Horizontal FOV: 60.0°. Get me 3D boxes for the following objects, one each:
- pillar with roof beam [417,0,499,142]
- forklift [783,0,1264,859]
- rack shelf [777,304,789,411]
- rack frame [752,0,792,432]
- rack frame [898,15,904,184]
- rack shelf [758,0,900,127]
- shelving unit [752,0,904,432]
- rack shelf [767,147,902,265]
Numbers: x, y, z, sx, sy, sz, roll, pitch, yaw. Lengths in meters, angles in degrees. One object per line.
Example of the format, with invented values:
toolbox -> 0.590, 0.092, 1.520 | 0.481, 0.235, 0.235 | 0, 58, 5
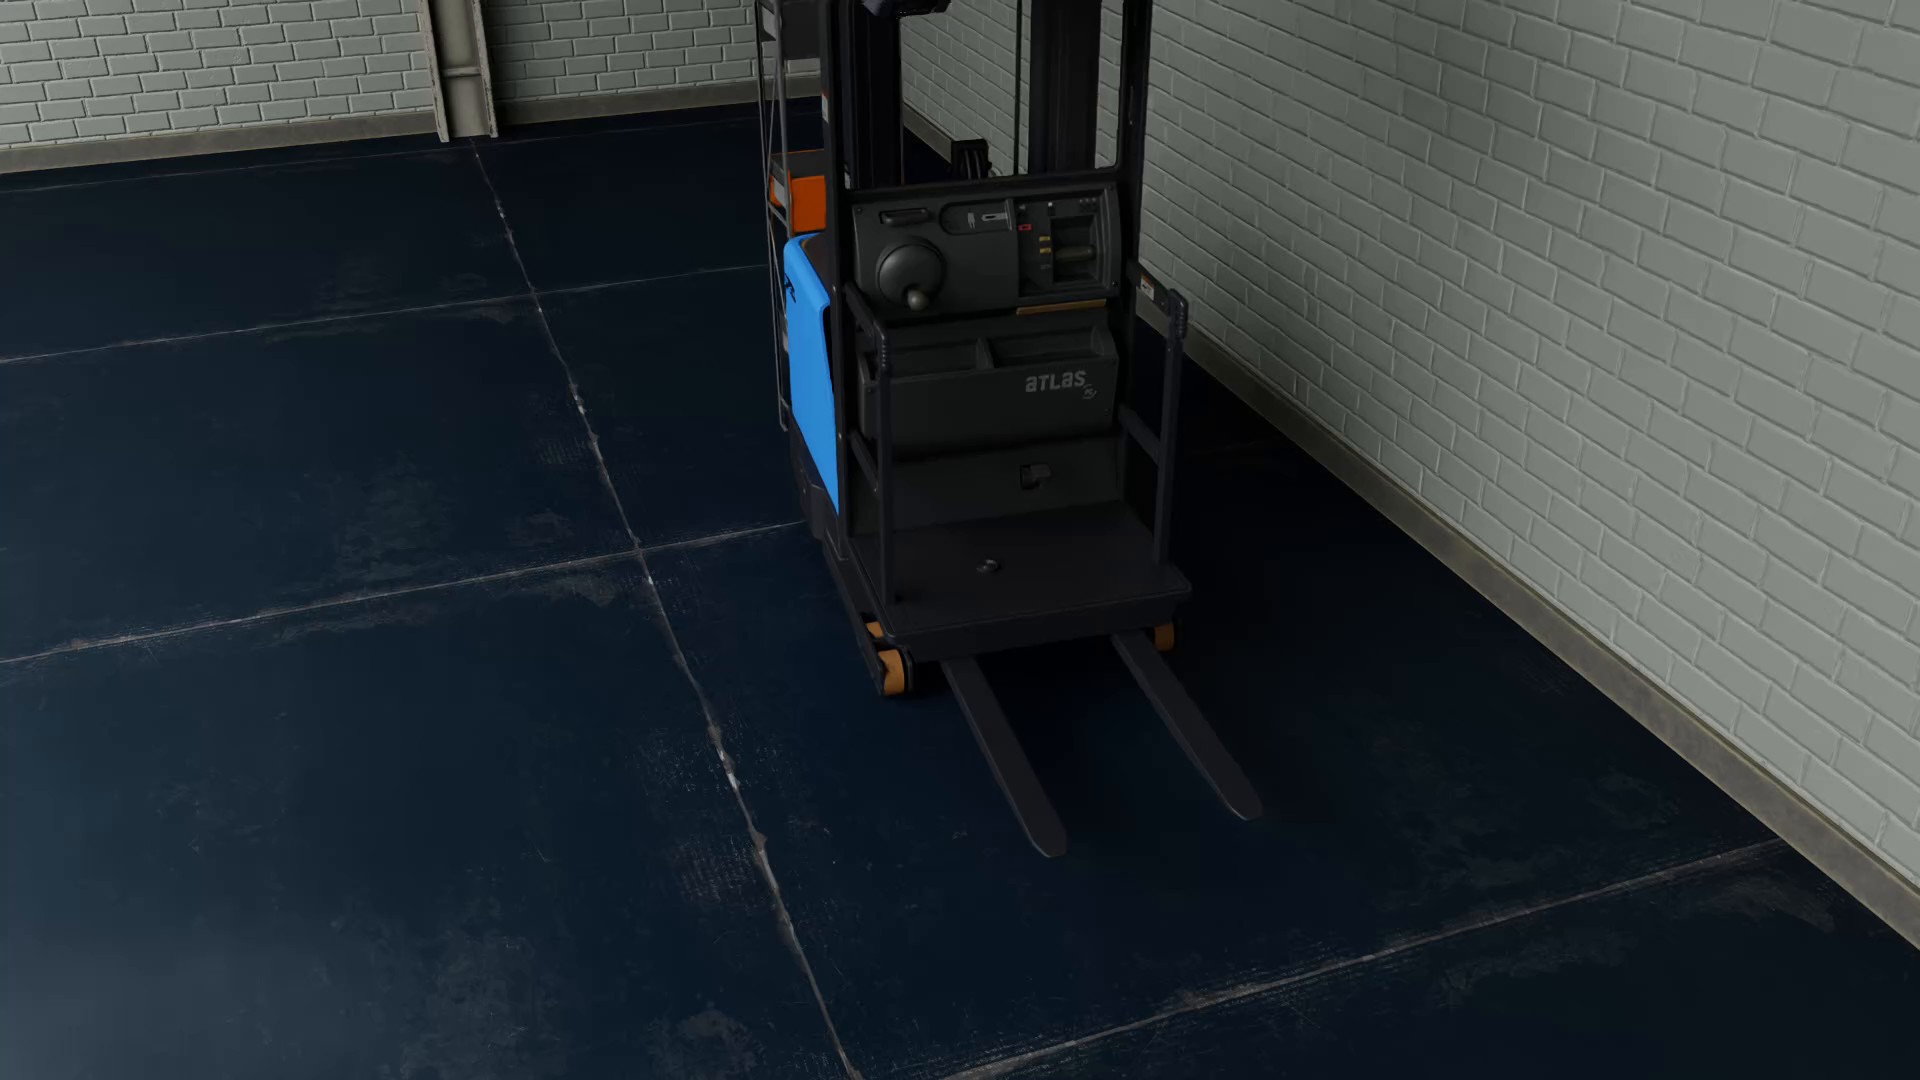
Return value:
pillar with roof beam -> -1.995, -4.800, 6.085 | 0.400, 9.000, 9.100 | -10, 31, -18
forklift -> 0.159, -0.945, 5.447 | 1.130, 2.935, 3.031 | -8, 31, -14
rack shelf -> -0.531, -0.783, 7.436 | 0.480, 0.518, 0.431 | -10, 30, -17
rack frame -> -0.766, -1.368, 7.021 | 0.015, 2.100, 0.400 | -10, 30, -17
rack frame -> -0.307, -1.451, 7.165 | 0.015, 2.100, 0.400 | -10, 30, -17
rack shelf -> -0.542, -2.011, 6.764 | 0.480, 0.518, 0.431 | -10, 30, -17
shelving unit -> -0.537, -1.409, 7.093 | 0.503, 2.100, 0.431 | -10, 30, -17
rack shelf -> -0.537, -1.397, 7.100 | 0.480, 0.518, 0.431 | -10, 30, -17
